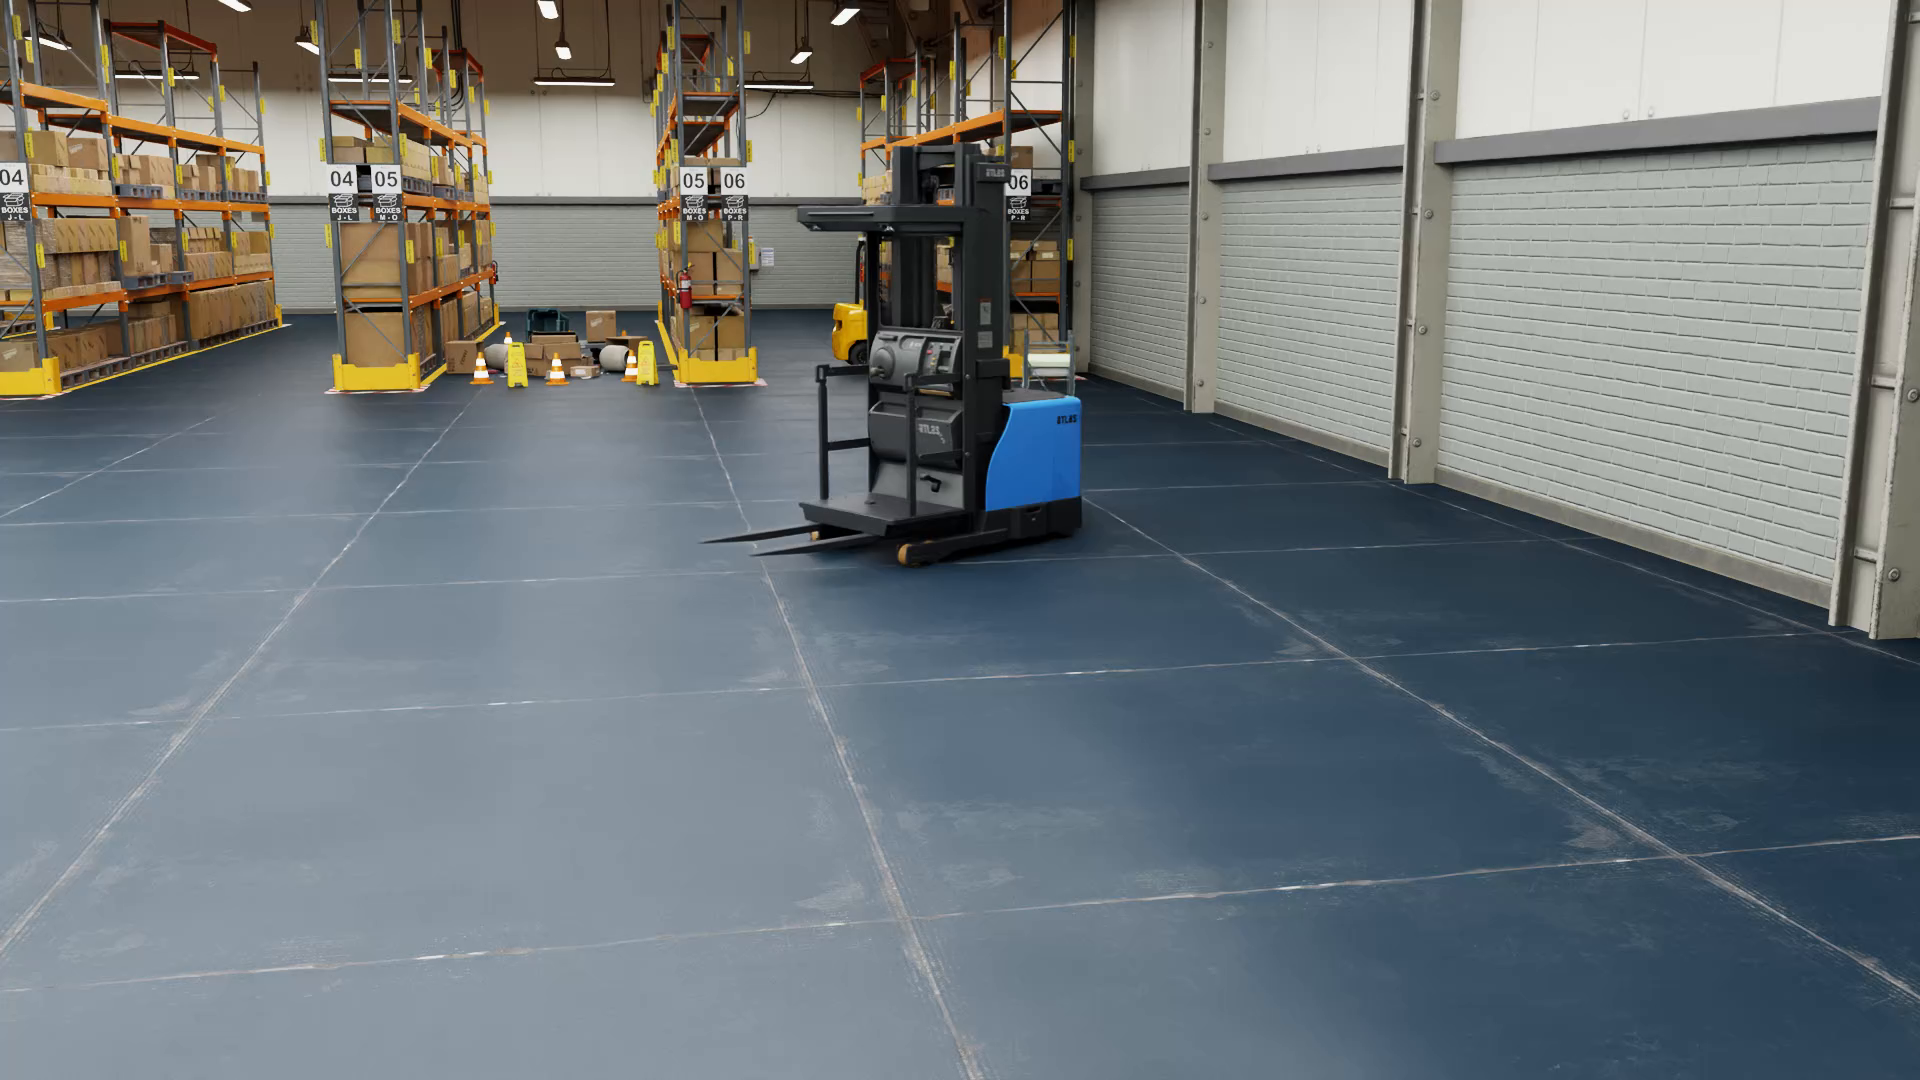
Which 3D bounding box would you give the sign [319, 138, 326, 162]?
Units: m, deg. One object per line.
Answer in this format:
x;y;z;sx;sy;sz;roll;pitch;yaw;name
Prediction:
-9.061;-5.551;23.659;0.100;0.325;0.005;-2;11;-11;sign

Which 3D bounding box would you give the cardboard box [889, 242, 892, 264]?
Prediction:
-1.181;-6.343;36.607;0.700;0.500;0.500;-2;11;-10;cardboard box

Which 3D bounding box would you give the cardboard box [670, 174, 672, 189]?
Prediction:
-4.651;-6.086;28.232;0.500;0.250;0.500;-2;11;-12;cardboard box

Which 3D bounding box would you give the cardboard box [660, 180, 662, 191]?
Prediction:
-6.137;-7.655;35.478;0.500;0.500;0.500;-2;11;-12;cardboard box

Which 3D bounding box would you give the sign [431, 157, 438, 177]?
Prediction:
-8.760;-6.219;27.731;0.100;0.325;0.005;-2;11;-11;sign

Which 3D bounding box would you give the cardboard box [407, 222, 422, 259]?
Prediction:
-8.733;-4.577;25.433;0.875;0.550;0.550;-2;11;-11;cardboard box

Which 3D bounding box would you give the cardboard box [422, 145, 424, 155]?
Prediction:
-8.775;-6.236;26.562;0.380;0.149;0.250;-2;11;-10;cardboard box

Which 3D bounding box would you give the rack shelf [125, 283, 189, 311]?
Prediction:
-14.578;-4.284;29.104;1.077;0.370;4.000;-2;11;-11;rack shelf

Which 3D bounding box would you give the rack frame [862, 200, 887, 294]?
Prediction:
-1.934;-7.013;41.518;1.000;3.000;0.127;-2;11;-11;rack frame

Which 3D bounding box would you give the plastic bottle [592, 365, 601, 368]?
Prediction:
-6.057;-2.882;27.676;0.133;0.061;0.283;0;11;-1;plastic bottle

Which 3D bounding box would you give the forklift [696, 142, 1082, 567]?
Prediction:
-0.482;-1.357;11.989;3.031;2.935;1.130;-10;14;-42;forklift

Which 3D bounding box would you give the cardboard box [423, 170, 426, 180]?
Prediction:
-8.769;-5.842;26.626;0.380;0.149;0.250;-2;11;-11;cardboard box

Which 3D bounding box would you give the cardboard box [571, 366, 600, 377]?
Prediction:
-5.927;-2.663;26.292;0.380;0.149;0.250;4;11;18;cardboard box

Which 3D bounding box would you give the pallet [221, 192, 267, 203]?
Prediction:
-16.368;-7.765;37.688;1.003;0.211;1.213;-2;11;-11;pallet

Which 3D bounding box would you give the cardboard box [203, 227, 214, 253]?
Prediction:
-15.491;-6.036;33.438;0.797;0.503;0.637;-2;11;-10;cardboard box

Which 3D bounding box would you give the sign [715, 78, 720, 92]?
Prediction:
-4.716;-8.831;32.315;0.100;0.325;0.005;-2;11;-11;sign

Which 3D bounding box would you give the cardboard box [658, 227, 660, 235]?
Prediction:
-6.881;-7.179;39.450;0.500;0.500;0.500;-2;11;-13;cardboard box

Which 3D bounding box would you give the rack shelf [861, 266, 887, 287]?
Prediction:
-1.545;-6.292;39.658;1.077;0.370;4.000;-2;11;-11;rack shelf

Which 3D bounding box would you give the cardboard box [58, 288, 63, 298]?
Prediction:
-13.365;-3.612;24.324;0.380;0.149;0.250;-2;11;-11;cardboard box

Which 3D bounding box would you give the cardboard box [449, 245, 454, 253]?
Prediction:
-9.983;-5.633;32.229;0.380;0.149;0.250;-2;11;-11;cardboard box

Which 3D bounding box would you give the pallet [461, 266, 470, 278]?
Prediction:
-10.507;-5.433;33.732;1.003;0.211;1.213;-2;11;-11;pallet

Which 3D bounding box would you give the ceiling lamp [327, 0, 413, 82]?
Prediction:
-14.558;-12.870;40.637;2.000;3.185;0.800;-2;11;-11;ceiling lamp

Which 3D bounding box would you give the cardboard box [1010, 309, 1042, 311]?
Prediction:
1.083;-3.704;27.689;0.500;0.250;0.500;-2;11;-11;cardboard box

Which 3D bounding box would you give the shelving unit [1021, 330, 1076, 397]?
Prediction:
0.720;-0.950;13.675;0.431;1.500;0.755;0;11;2;shelving unit

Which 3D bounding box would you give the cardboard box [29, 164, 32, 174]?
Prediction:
-13.238;-5.191;23.261;0.380;0.149;0.250;-2;11;-11;cardboard box

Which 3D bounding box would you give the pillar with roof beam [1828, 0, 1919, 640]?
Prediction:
1.205;-3.728;8.215;9.100;9.000;0.400;-2;11;-11;pillar with roof beam

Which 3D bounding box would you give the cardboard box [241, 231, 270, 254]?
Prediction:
-16.170;-6.832;38.170;0.500;0.500;0.500;-2;11;-10;cardboard box

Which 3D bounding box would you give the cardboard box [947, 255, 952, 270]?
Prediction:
0.054;-5.064;30.347;0.500;0.250;0.500;-2;11;-12;cardboard box

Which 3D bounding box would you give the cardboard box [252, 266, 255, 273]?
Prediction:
-15.781;-5.966;36.692;0.380;0.149;0.250;-2;11;-13;cardboard box

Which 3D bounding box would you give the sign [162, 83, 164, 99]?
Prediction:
-16.294;-9.206;34.073;0.100;0.325;0.005;-2;11;-11;sign

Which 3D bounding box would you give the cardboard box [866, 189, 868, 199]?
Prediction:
-1.997;-8.375;40.258;0.500;0.250;0.500;-2;11;-10;cardboard box

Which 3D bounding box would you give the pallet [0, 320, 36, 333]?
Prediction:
-21.259;-4.768;37.185;1.003;0.211;1.213;-2;11;-11;pallet

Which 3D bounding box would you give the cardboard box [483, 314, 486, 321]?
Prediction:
-10.908;-5.020;37.551;0.380;0.149;0.250;-2;11;-13;cardboard box

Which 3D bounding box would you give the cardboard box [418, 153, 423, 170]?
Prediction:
-8.763;-5.968;26.222;0.500;0.250;0.500;-2;11;-12;cardboard box

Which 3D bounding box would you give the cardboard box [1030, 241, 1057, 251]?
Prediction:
1.322;-4.661;26.367;0.380;0.149;0.250;-2;11;-12;cardboard box

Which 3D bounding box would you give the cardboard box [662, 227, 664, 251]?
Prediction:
-6.221;-6.547;36.130;0.500;0.500;0.500;-2;11;-10;cardboard box

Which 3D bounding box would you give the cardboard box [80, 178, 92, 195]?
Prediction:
-13.649;-5.407;25.458;0.500;0.250;0.500;-2;11;-11;cardboard box

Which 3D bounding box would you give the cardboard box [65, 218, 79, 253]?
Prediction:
-13.440;-4.517;24.671;0.500;0.500;0.500;-2;11;-11;cardboard box

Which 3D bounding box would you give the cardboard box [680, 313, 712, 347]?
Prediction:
-4.207;-3.354;26.521;0.500;0.500;0.500;-2;11;-9;cardboard box

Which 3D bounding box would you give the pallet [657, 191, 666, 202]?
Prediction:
-5.424;-6.861;33.205;1.213;0.211;1.003;-2;11;-8;pallet

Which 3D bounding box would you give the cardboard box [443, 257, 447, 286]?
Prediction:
-9.241;-4.680;28.995;0.500;0.500;0.500;-2;11;-11;cardboard box

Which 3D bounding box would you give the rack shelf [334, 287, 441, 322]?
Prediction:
-8.915;-3.712;26.100;1.077;0.370;4.000;-2;11;-11;rack shelf

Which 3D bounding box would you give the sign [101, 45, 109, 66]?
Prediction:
-13.653;-7.731;26.540;0.100;0.325;0.005;-2;11;-11;sign

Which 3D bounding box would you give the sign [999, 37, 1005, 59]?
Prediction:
0.643;-7.506;25.355;0.100;0.325;0.005;-2;11;-11;sign

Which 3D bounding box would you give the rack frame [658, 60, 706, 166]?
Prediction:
-6.024;-9.045;36.151;1.000;3.000;0.127;-2;11;-11;rack frame

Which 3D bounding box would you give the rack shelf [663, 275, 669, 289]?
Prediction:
-5.635;-5.378;34.852;1.077;0.370;4.000;-2;11;-11;rack shelf

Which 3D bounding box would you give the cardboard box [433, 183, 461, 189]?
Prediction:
-9.932;-6.803;32.126;0.500;0.500;0.500;-2;11;-11;cardboard box

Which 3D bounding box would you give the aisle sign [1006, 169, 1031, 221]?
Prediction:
0.902;-5.333;25.738;0.394;0.787;0.004;-2;11;-11;aisle sign

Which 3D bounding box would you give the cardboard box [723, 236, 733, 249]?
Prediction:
-4.278;-5.129;29.433;0.500;0.500;0.500;-2;11;-10;cardboard box

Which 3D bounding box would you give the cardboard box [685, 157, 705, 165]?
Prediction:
-4.046;-5.690;25.087;0.380;0.149;0.250;-2;11;-10;cardboard box

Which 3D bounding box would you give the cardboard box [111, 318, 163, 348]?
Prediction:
-14.580;-3.665;29.438;0.700;0.500;0.500;-1;11;-6;cardboard box
